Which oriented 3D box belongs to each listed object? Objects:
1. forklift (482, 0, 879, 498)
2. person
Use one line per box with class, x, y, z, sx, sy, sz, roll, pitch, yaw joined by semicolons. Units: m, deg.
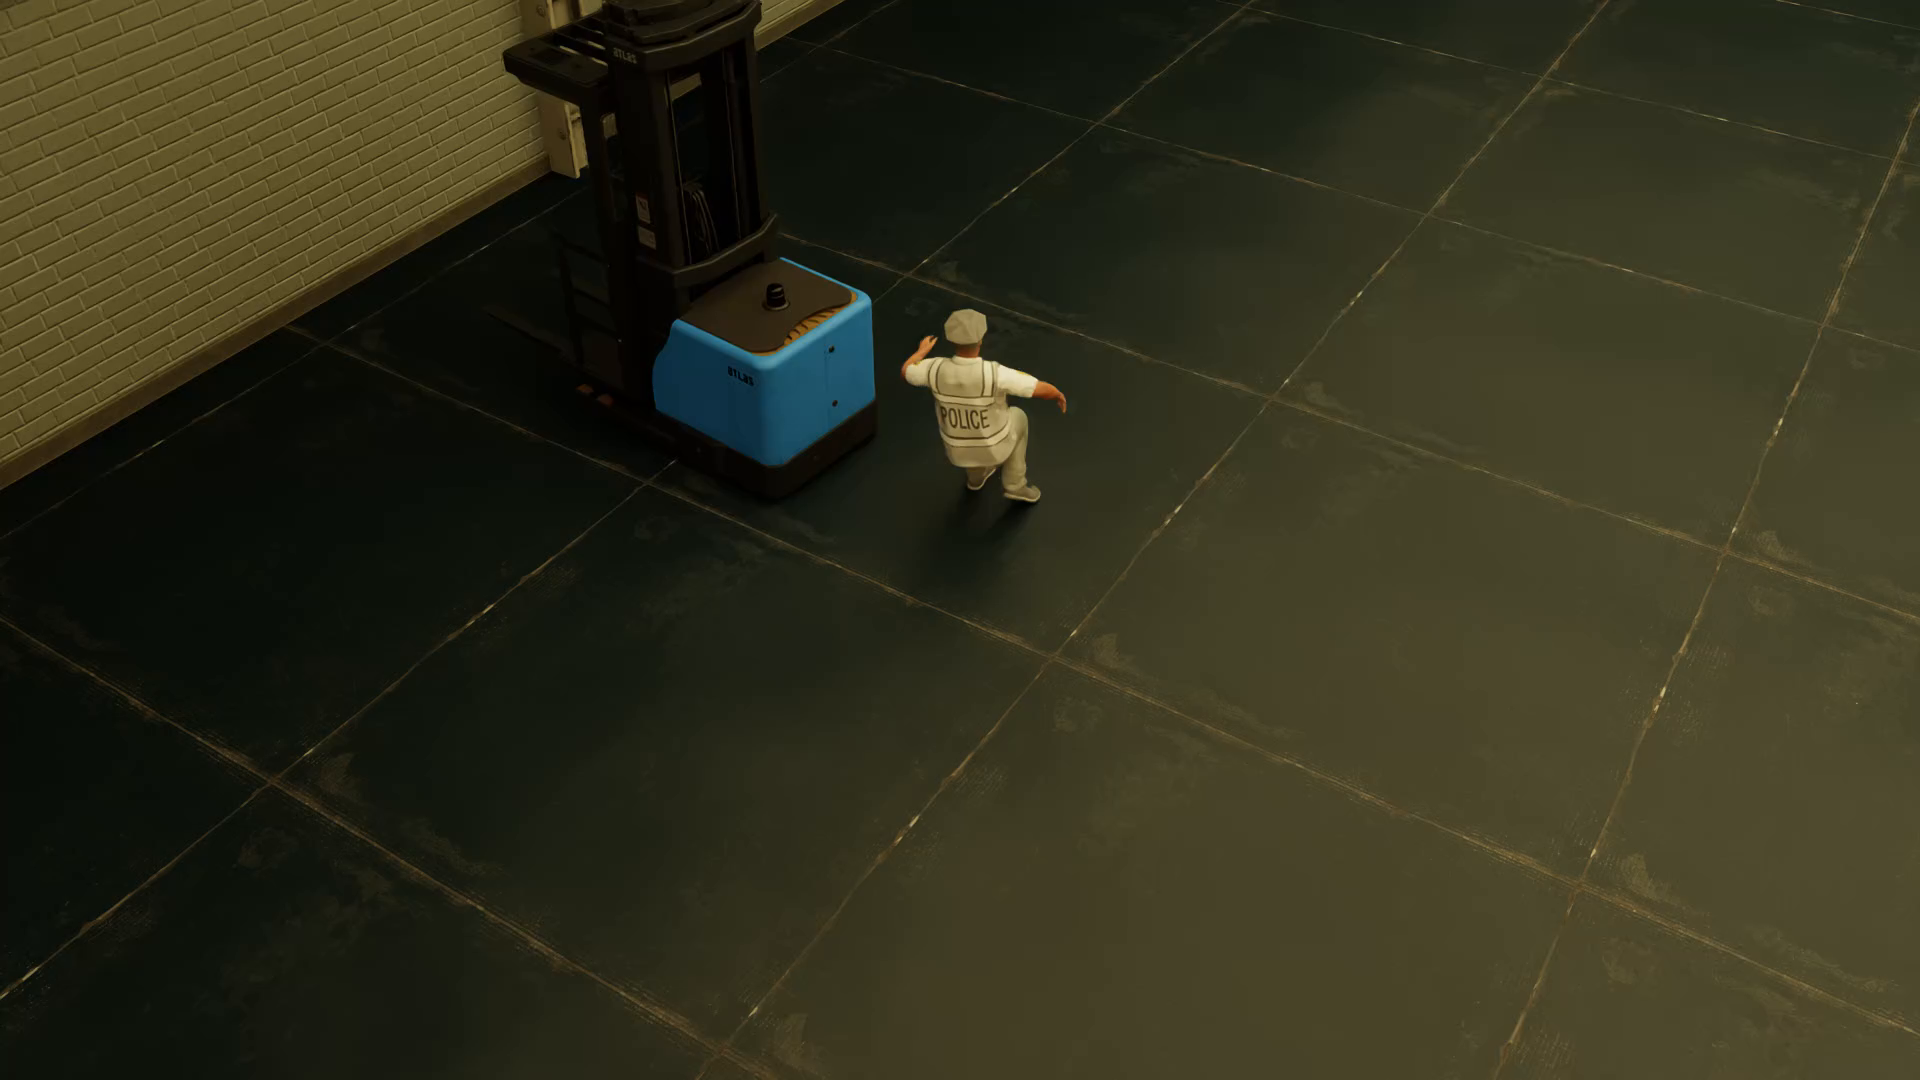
forklift;-2.011;-2.171;10.529;3.031;2.935;1.130;27;47;28
person;0.149;-0.808;10.003;0.980;1.532;0.871;5;40;5
